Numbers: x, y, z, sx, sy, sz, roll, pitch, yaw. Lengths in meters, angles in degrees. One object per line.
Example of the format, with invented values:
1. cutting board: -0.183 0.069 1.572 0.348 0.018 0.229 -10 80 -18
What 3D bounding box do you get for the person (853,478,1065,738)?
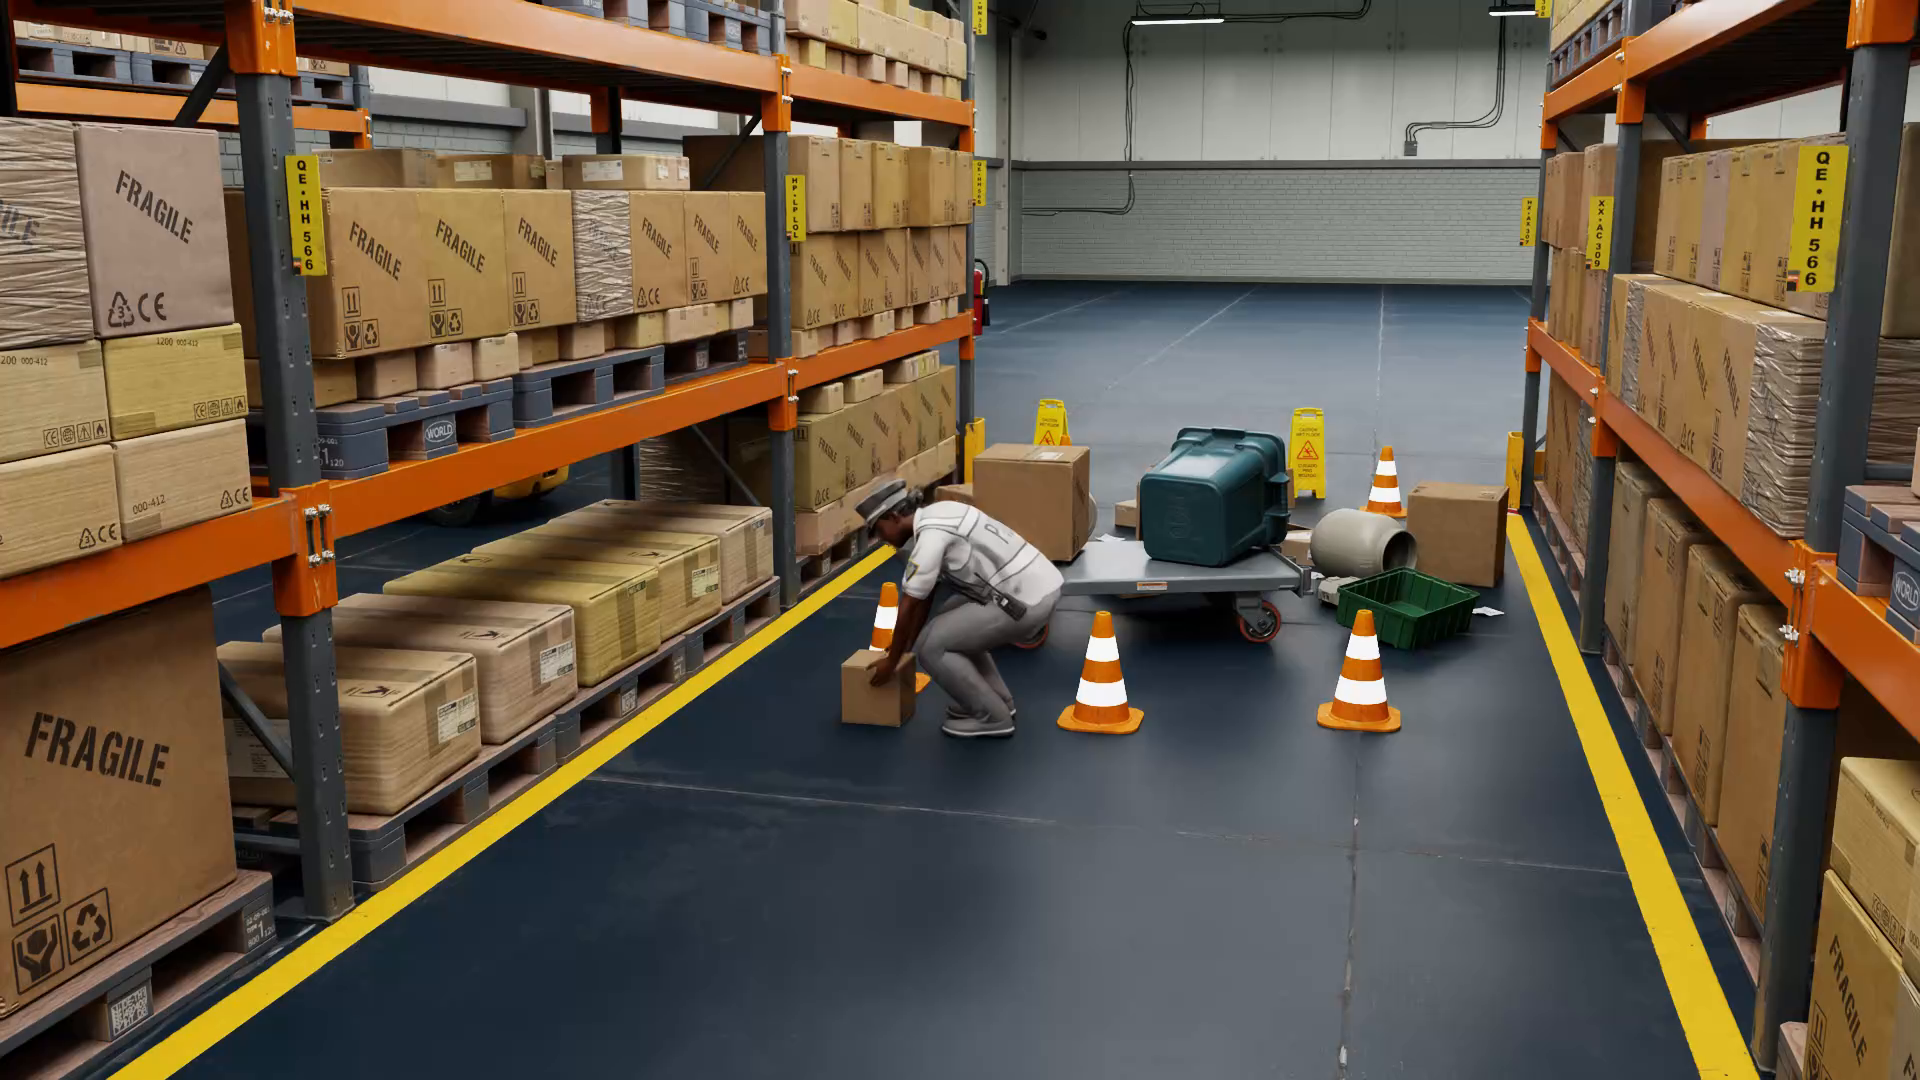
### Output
1. person: -0.011 0.263 6.748 0.846 1.034 0.482 3 12 14
